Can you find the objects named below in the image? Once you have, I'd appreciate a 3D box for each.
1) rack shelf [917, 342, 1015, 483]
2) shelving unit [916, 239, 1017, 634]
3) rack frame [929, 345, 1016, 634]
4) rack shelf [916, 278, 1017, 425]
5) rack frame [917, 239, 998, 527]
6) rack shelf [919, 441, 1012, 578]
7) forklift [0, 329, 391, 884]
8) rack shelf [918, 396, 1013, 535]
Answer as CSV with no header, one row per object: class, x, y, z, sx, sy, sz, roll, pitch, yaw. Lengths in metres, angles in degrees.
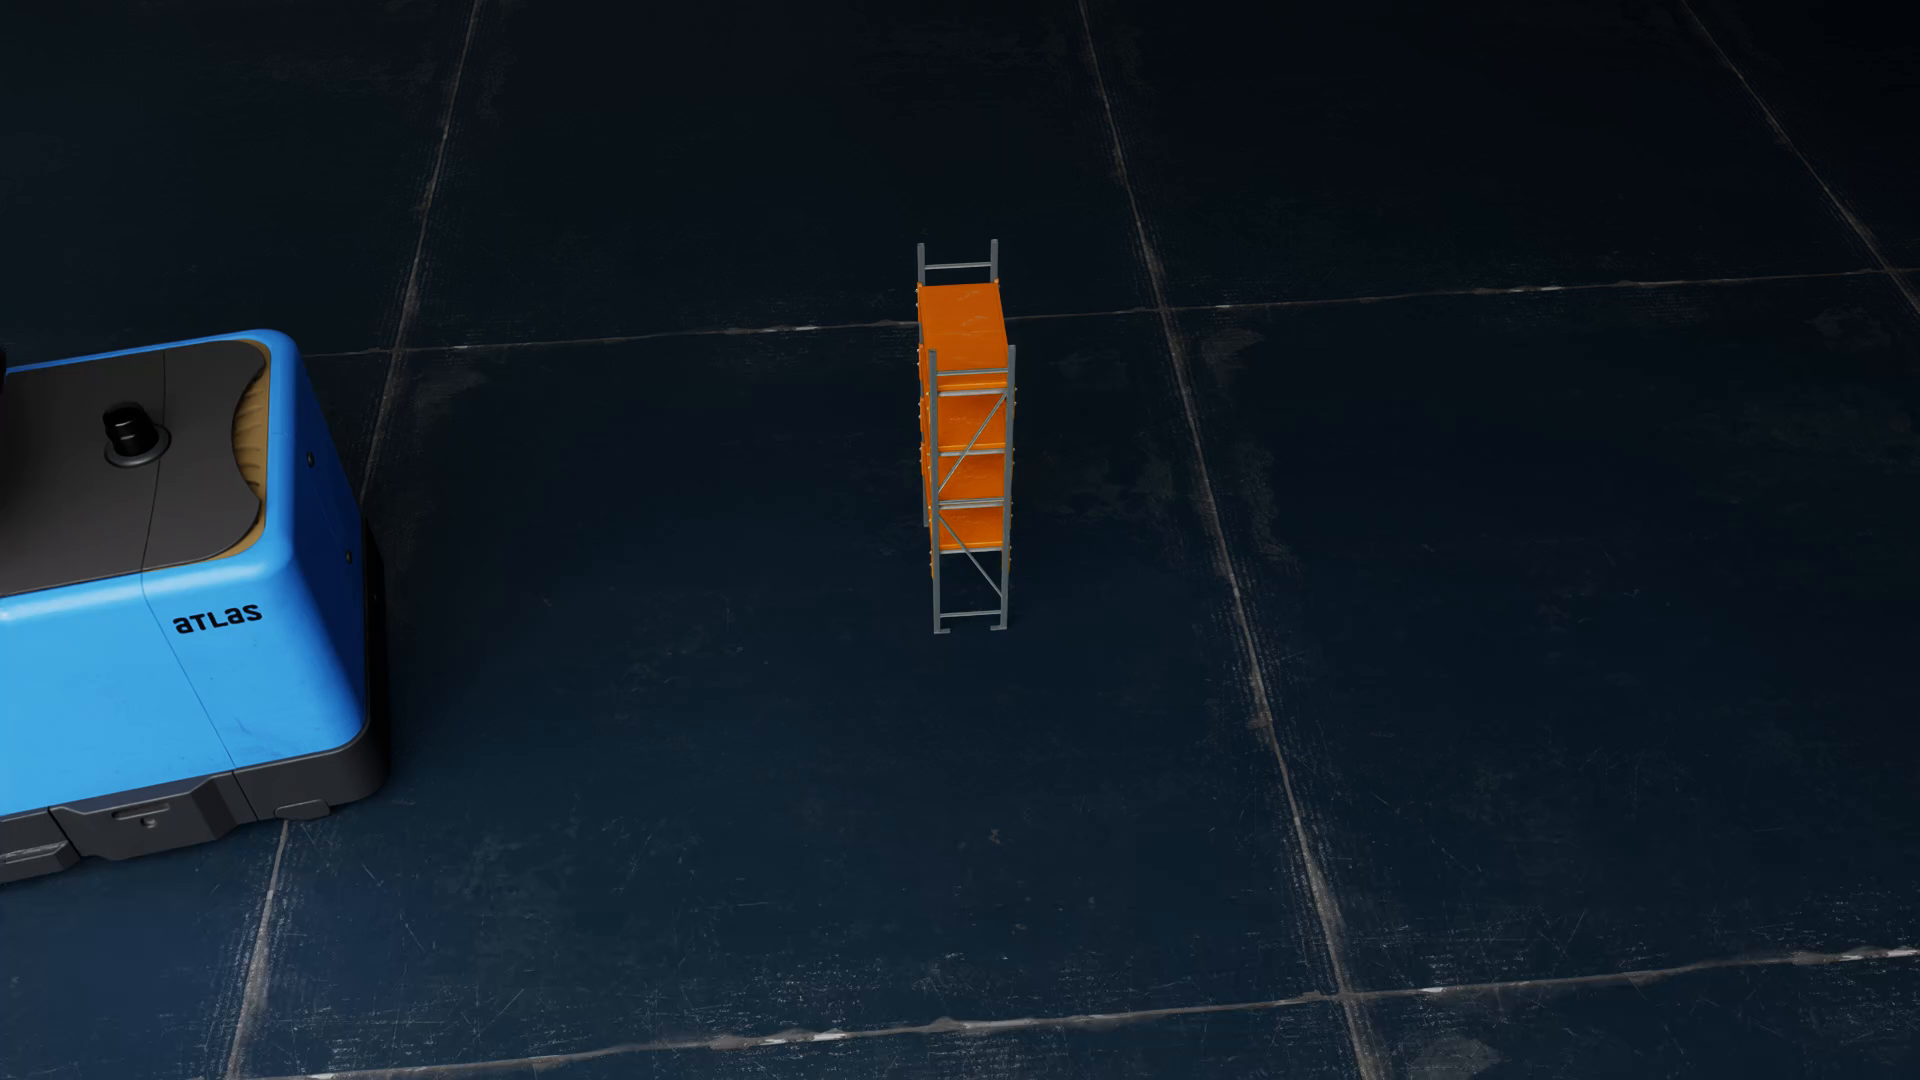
rack shelf,0.014,-0.400,5.087,0.258,0.148,0.480,-3,47,-3
shelving unit,0.014,-0.293,5.201,0.258,1.200,0.503,-3,47,-3
rack frame,0.034,-0.116,5.034,0.240,1.200,0.015,-3,47,-3
rack shelf,0.014,-0.563,4.916,0.258,0.148,0.480,-3,47,-3
rack frame,-0.007,-0.469,5.368,0.240,1.200,0.015,-3,47,-3
rack shelf,0.014,-0.110,5.394,0.258,0.148,0.480,-3,47,-3
forklift,-3.286,-0.293,4.009,3.031,2.935,1.130,-11,48,-10
rack shelf,0.014,-0.247,5.250,0.258,0.148,0.480,-3,47,-3
